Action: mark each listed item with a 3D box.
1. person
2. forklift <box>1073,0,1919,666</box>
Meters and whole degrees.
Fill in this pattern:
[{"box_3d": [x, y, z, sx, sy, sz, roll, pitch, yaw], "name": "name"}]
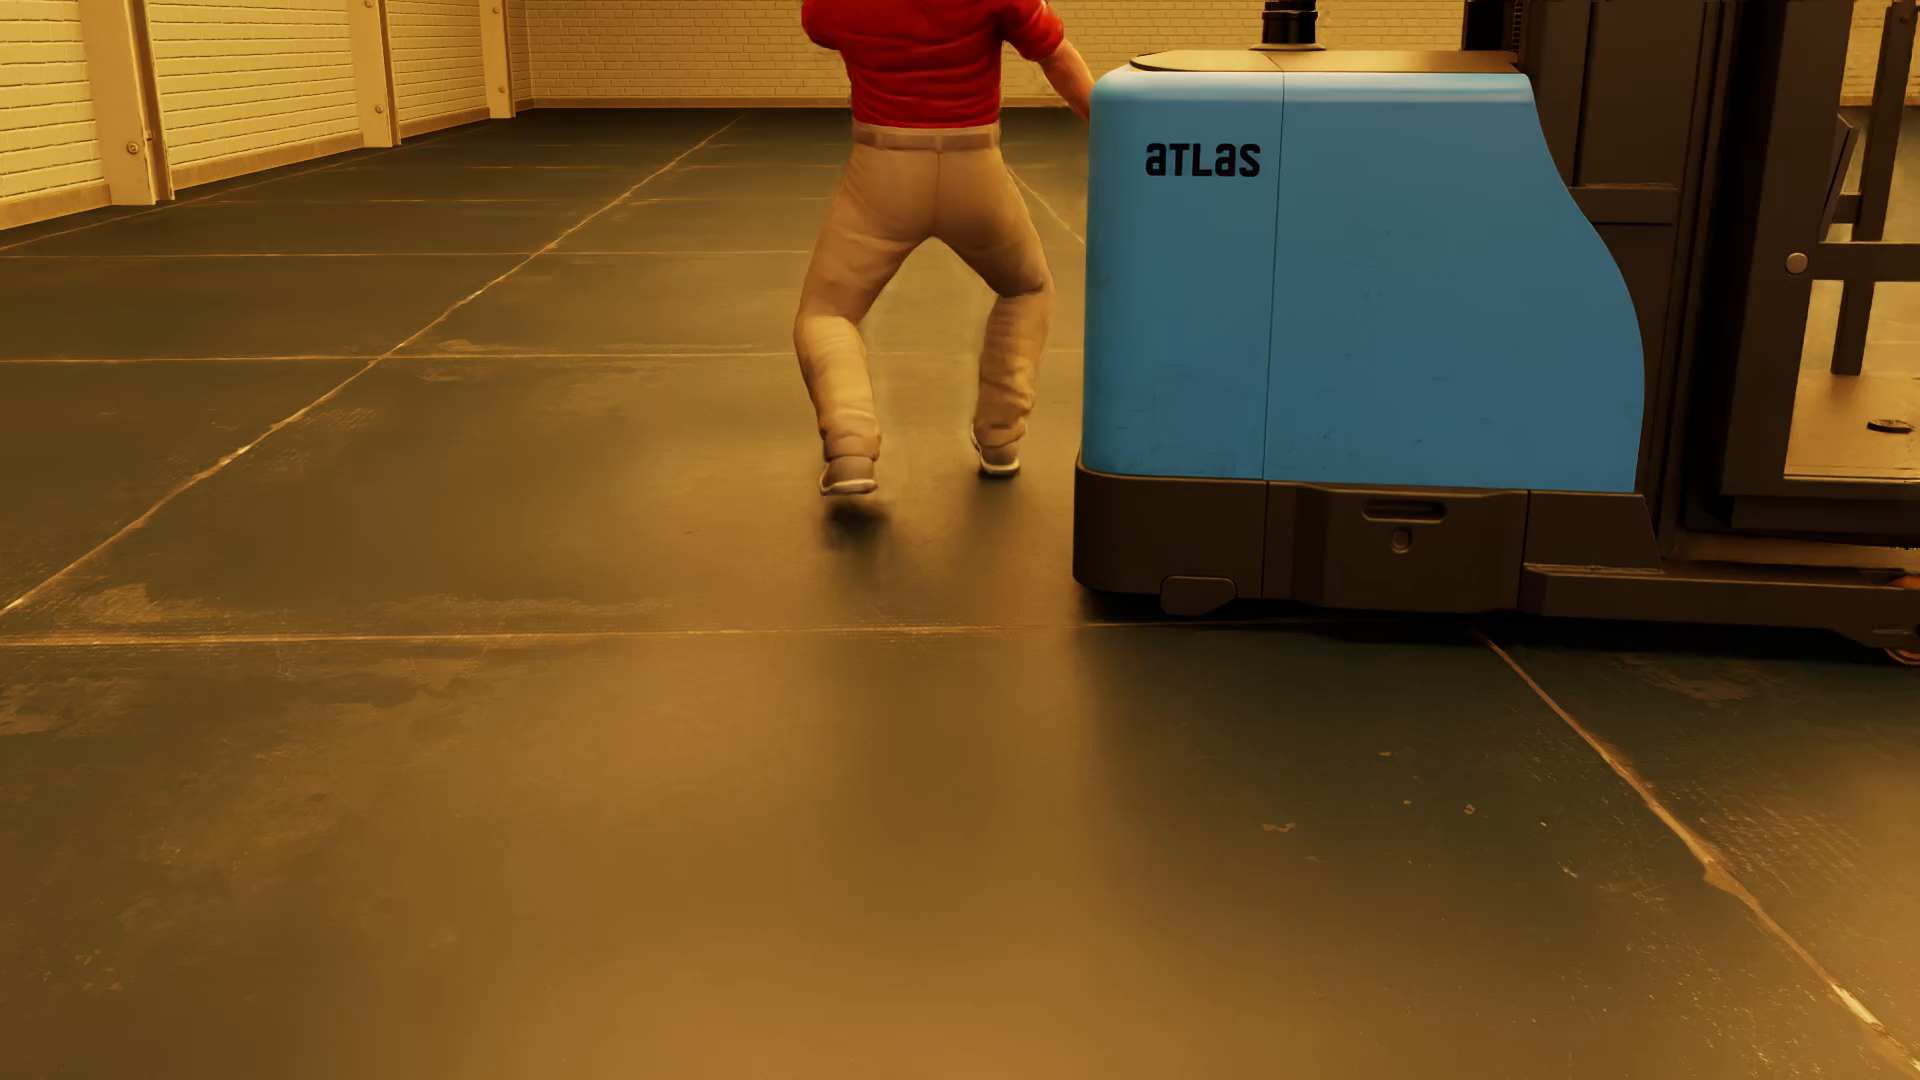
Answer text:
[{"box_3d": [-0.008, -0.918, 4.223, 0.869, 1.554, 0.847, -4, 17, -12], "name": "person"}, {"box_3d": [1.791, -1.322, 3.228, 3.031, 2.935, 1.130, 2, 17, 8], "name": "forklift"}]
